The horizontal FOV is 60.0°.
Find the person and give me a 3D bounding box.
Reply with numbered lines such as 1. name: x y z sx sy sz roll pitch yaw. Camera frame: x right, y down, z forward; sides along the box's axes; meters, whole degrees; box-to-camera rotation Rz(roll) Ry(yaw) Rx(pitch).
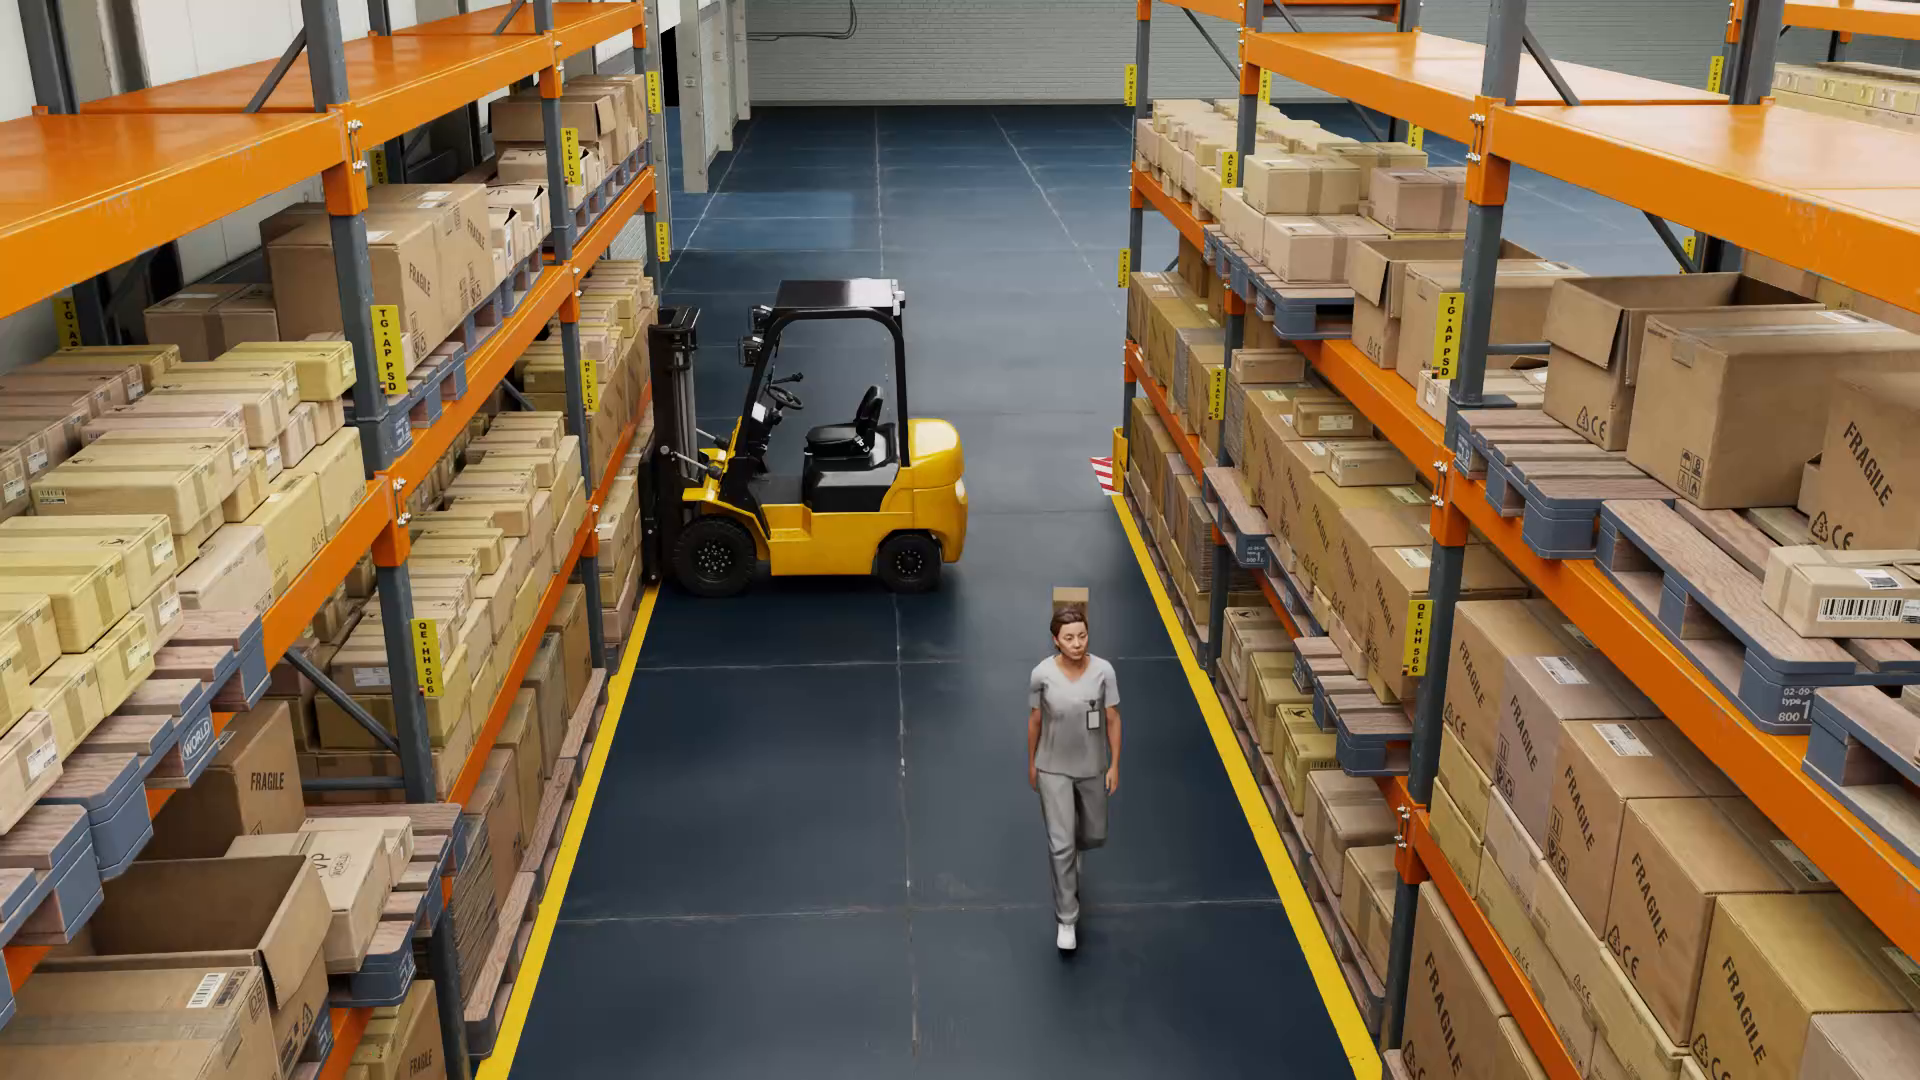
1. person: 0.554 1.091 8.141 0.451 1.639 0.840 -1 21 -4
